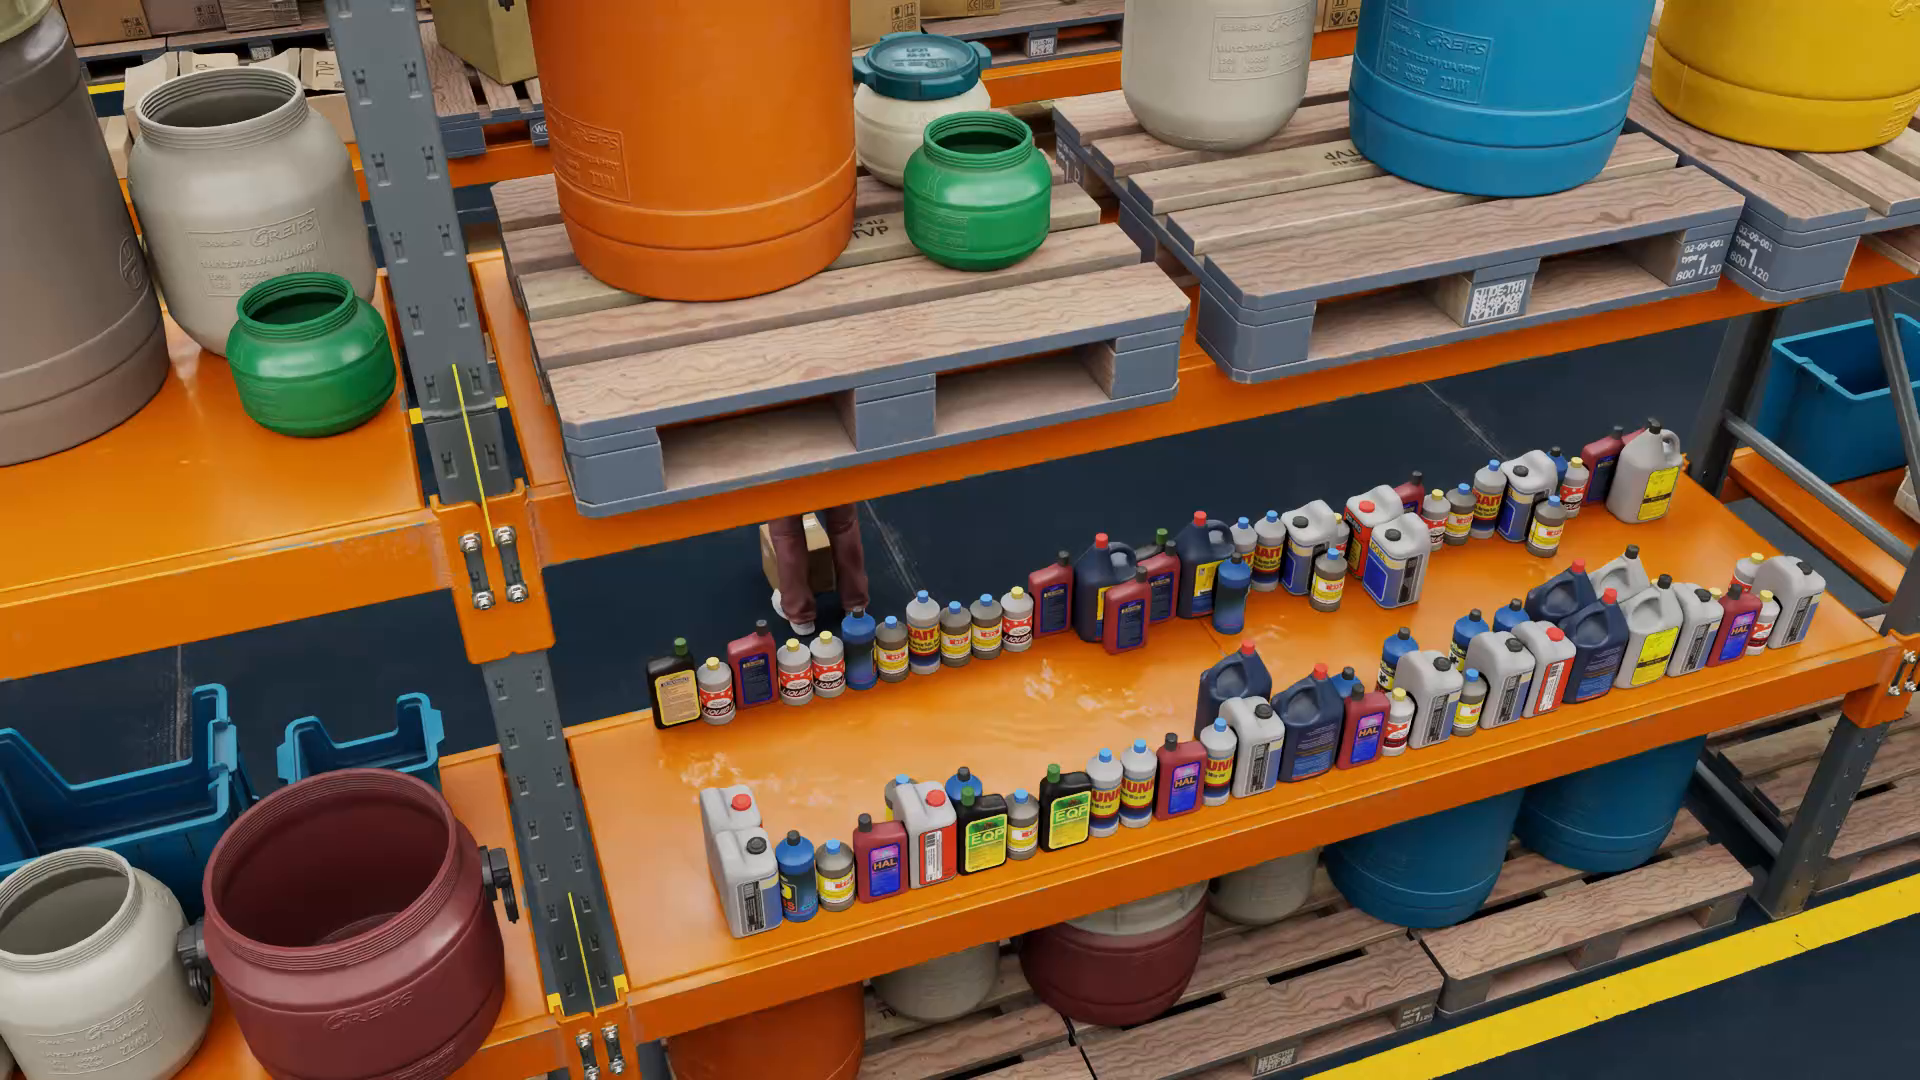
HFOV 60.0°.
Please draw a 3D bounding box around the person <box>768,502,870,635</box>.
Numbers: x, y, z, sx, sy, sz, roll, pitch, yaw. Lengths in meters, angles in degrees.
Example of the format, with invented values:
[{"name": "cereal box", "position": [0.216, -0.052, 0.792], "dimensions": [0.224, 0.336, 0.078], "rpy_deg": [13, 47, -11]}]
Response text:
[{"name": "person", "position": [-0.608, -0.346, 6.598], "dimensions": [0.499, 1.673, 0.356], "rpy_deg": [-12, 40, -15]}]
